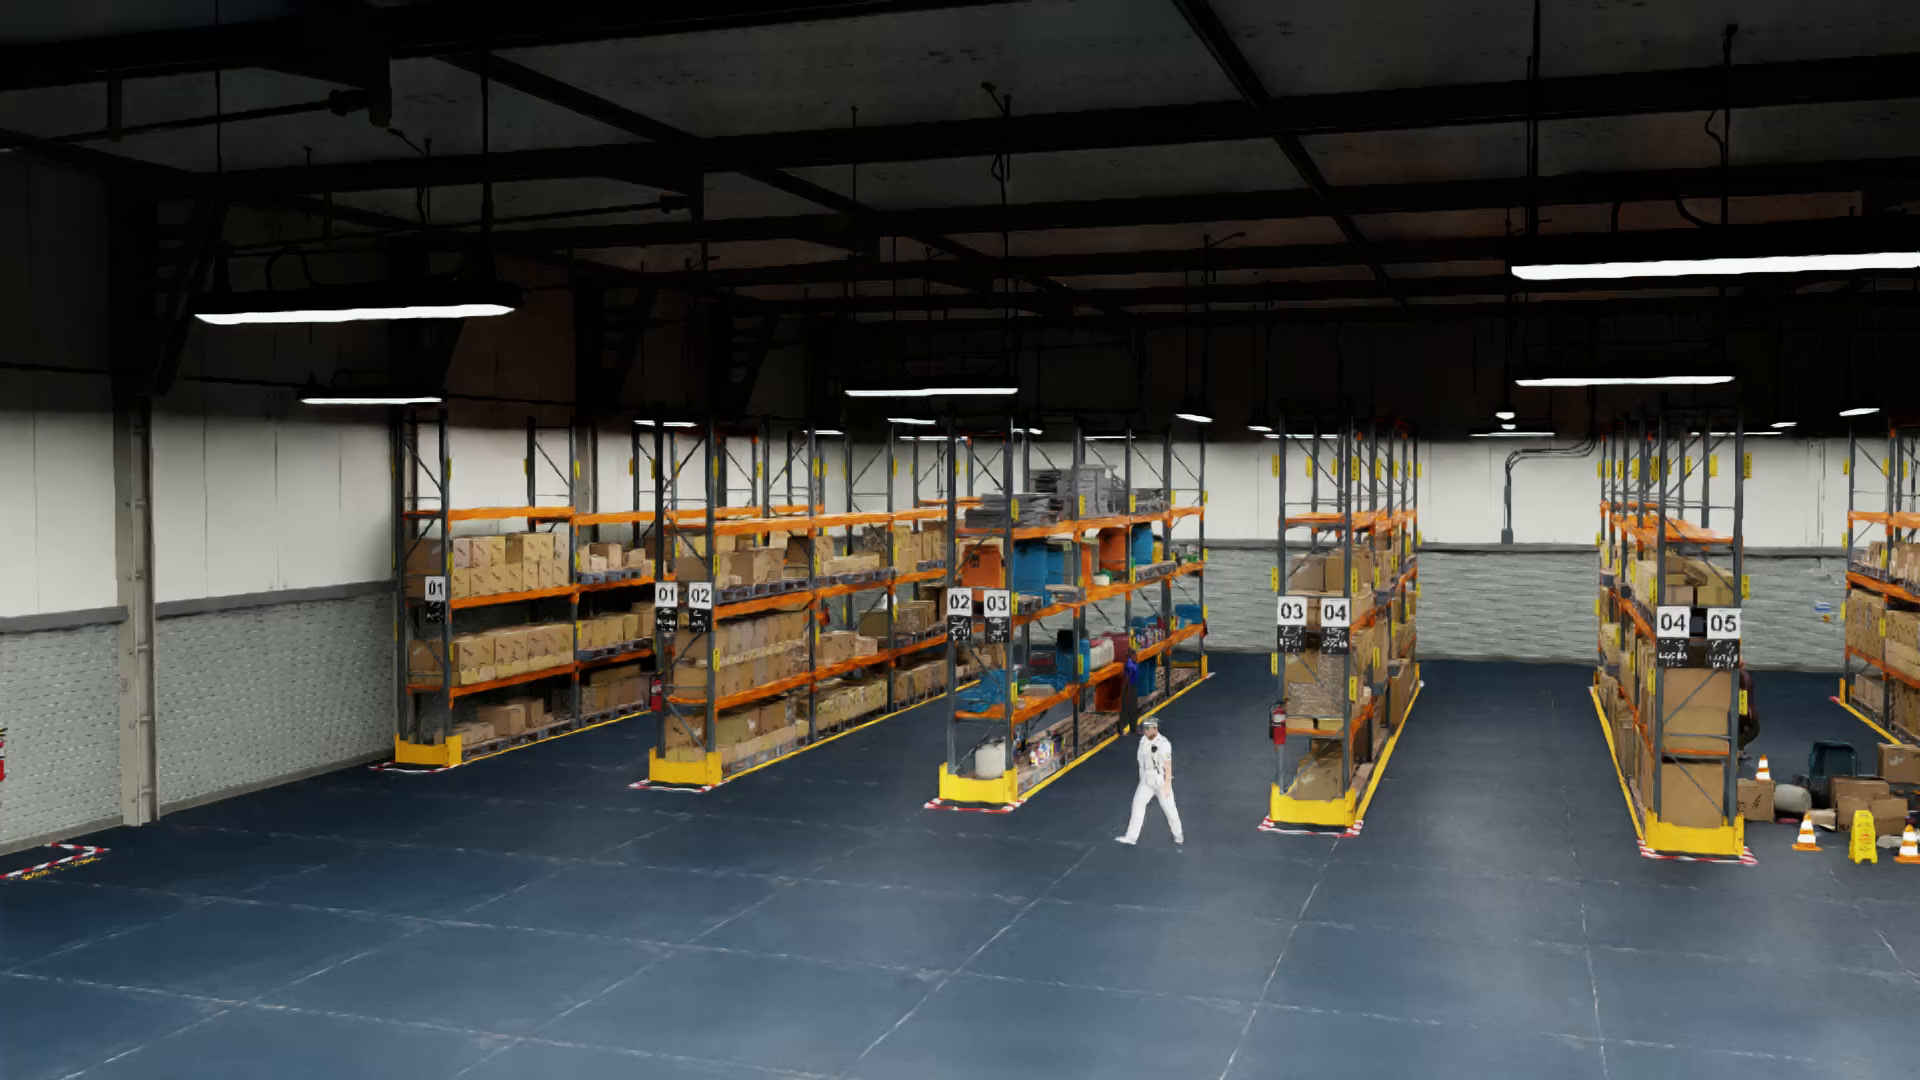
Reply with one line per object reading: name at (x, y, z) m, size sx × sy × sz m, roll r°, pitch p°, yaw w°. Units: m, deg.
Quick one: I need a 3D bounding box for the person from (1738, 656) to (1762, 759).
person at (13.426, 2.888, 28.557) m, size 0.517 × 1.775 × 0.634 m, roll 0°, pitch 2°, yaw -6°

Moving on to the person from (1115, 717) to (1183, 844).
person at (2.566, 3.197, 22.110) m, size 0.952 × 1.698 × 0.586 m, roll -2°, pitch 3°, yaw -43°

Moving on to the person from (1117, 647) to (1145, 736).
person at (3.199, 2.829, 31.172) m, size 0.462 × 1.657 × 0.555 m, roll 1°, pitch 3°, yaw 20°

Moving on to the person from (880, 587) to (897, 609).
person at (-2.104, 2.110, 46.999) m, size 0.720 × 1.767 × 0.492 m, roll -1°, pitch 3°, yaw -24°
